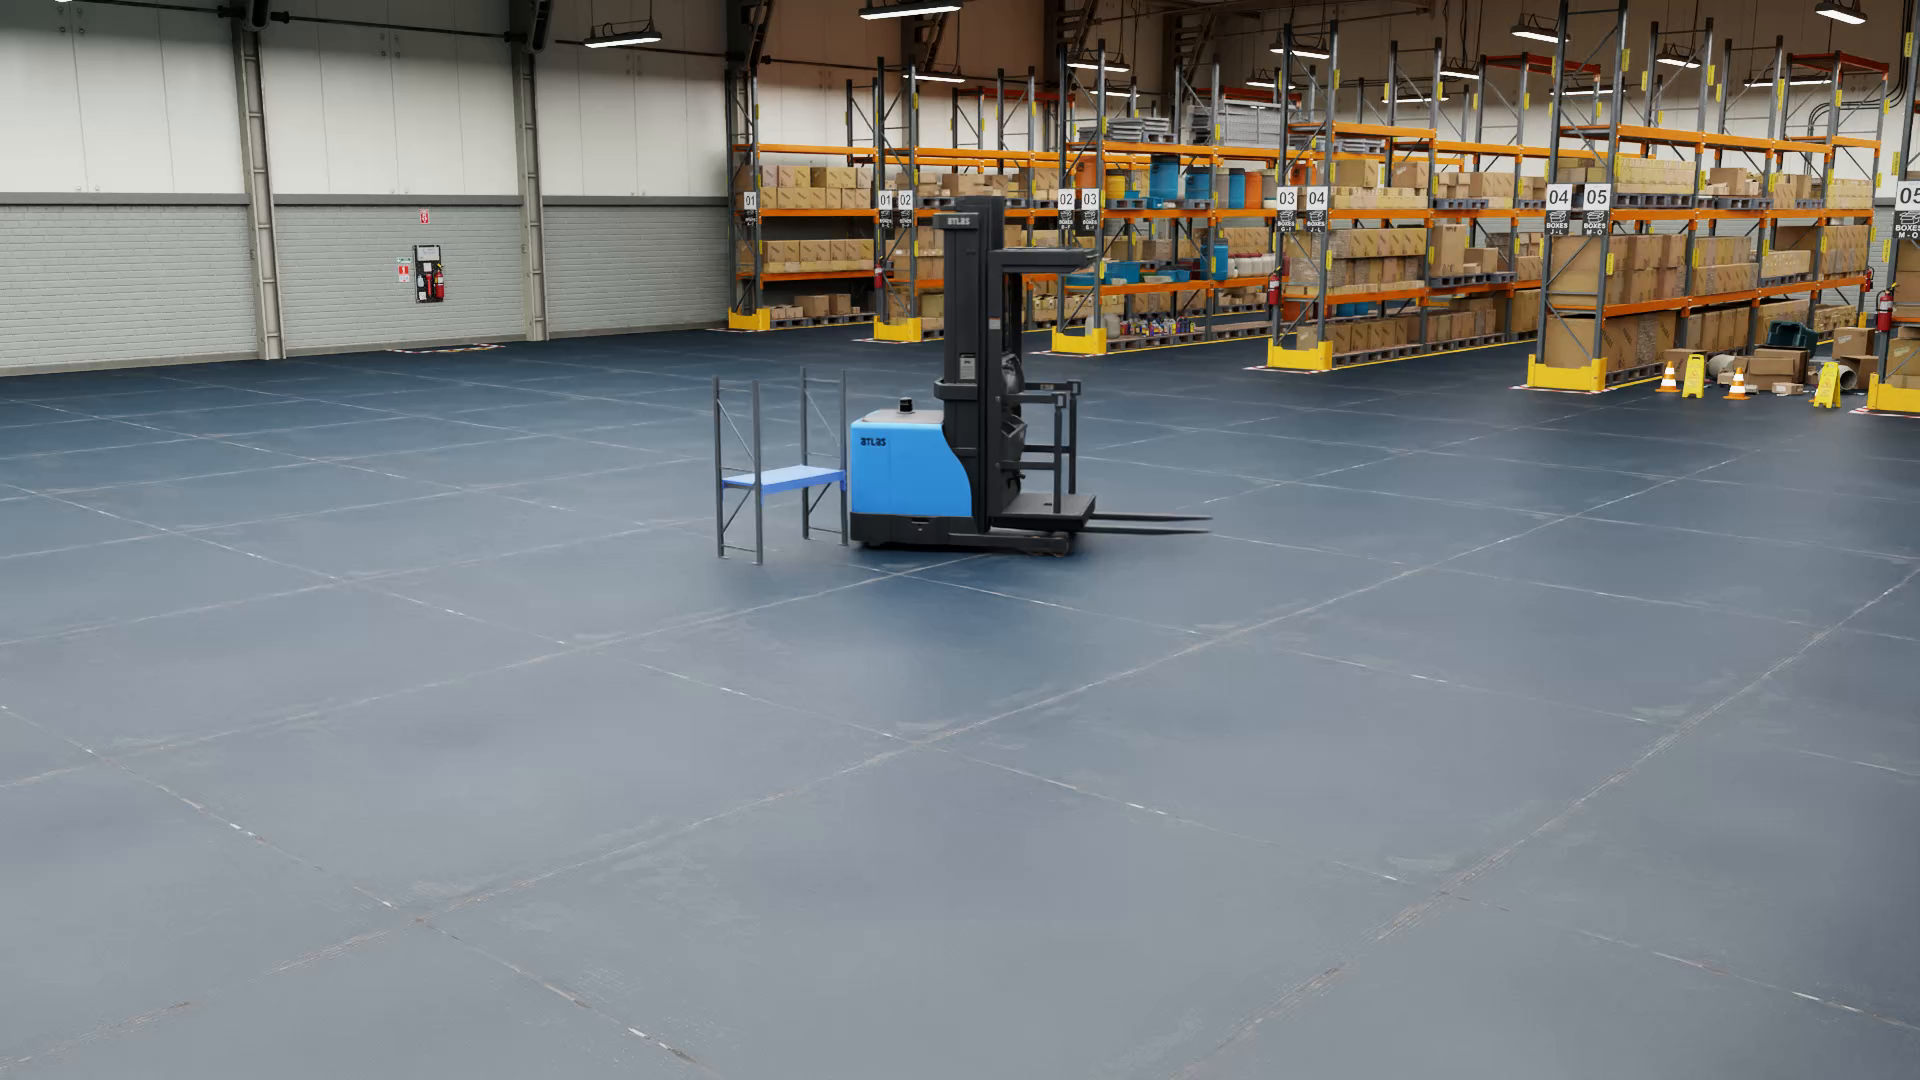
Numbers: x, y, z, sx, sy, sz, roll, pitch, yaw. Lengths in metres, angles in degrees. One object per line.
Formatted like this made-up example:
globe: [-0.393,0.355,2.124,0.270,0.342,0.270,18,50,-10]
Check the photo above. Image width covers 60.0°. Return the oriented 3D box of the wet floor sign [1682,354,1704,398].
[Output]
wet floor sign: [11.213,-2.509,25.374,0.267,0.644,0.232,7,13,31]

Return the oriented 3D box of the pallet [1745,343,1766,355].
pallet: [15.543,-3.848,33.188,1.003,0.211,1.213,10,15,40]

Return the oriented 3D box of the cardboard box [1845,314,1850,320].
cardboard box: [19.831,-5.040,37.484,0.380,0.149,0.250,9,14,38]

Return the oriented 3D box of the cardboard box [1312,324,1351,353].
cardboard box: [6.880,-3.742,30.847,0.500,0.500,0.500,-7,13,-33]

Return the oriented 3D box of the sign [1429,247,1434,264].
sign: [9.139,-5.524,32.248,0.100,0.325,0.005,10,15,40]

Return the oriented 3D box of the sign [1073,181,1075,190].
sign: [3.259,-10.077,47.471,0.100,0.325,0.005,10,15,40]

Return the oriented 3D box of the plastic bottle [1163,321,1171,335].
plastic bottle: [4.347,-4.458,34.951,0.152,0.276,0.135,10,15,41]

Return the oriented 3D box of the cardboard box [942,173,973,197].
cardboard box: [-0.051,-7.865,36.835,0.500,0.500,0.500,10,15,40]

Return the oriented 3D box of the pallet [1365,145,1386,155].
pallet: [9.764,-9.513,40.618,1.003,0.211,1.213,10,15,40]

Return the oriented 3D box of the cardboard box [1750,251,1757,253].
cardboard box: [16.208,-5.875,34.266,0.380,0.149,0.250,11,15,42]

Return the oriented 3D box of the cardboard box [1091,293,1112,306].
cardboard box: [3.429,-5.985,41.281,0.500,0.311,0.500,9,15,39]

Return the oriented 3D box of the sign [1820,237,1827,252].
sign: [18.086,-6.186,34.816,0.100,0.325,0.005,10,15,40]

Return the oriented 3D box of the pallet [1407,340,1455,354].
pallet: [9.239,-3.916,33.526,1.003,0.211,1.213,10,15,40]

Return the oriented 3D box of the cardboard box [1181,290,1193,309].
cardboard box: [5.794,-6.362,43.912,0.500,0.500,0.500,10,15,41]

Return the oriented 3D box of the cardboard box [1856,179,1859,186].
cardboard box: [19.597,-7.885,36.711,0.380,0.149,0.250,9,15,39]

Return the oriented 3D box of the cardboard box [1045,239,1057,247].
cardboard box: [2.400,-8.294,47.264,0.500,0.500,0.500,10,15,41]

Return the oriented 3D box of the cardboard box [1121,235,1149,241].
cardboard box: [5.156,-8.926,50.726,0.980,0.700,0.700,11,16,43]

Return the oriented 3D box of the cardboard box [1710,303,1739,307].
cardboard box: [15.280,-4.583,33.144,0.500,0.250,0.500,9,15,39]

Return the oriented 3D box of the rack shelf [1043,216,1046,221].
rack shelf: [1.525,-9.091,46.494,1.077,0.370,4.000,10,15,40]

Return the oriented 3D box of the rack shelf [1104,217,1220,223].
rack shelf: [5.248,-8.451,43.290,1.077,0.370,4.000,10,15,40]

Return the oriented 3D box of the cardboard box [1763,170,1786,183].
cardboard box: [15.979,-7.138,32.674,0.396,0.266,0.258,10,15,40]

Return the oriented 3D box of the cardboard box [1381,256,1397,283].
cardboard box: [7.772,-5.149,31.569,0.875,0.500,0.500,10,15,40]

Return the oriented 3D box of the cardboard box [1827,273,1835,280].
cardboard box: [18.750,-5.727,36.116,0.380,0.149,0.250,10,15,41]

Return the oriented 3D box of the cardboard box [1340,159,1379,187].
cardboard box: [7.269,-6.674,30.269,0.500,0.500,0.500,10,15,40]

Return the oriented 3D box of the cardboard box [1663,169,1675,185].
cardboard box: [11.588,-6.057,27.766,0.500,0.250,0.500,10,15,40]

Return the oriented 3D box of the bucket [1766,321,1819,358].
bucket: [14.027,-3.334,27.973,0.620,0.611,0.726,5,7,-30]

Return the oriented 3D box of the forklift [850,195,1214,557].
forklift: [0.636,-1.408,14.025,3.031,2.935,1.130,2,11,11]

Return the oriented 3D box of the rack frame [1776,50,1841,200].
rack frame: [17.666,-8.631,34.699,1.000,3.000,0.127,10,15,40]

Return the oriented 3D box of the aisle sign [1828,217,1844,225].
aisle sign: [20.130,-7.602,38.226,0.394,0.787,0.004,10,15,40]

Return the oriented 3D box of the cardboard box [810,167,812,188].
cardboard box: [-3.957,-8.843,40.558,0.500,0.500,0.500,10,15,40]

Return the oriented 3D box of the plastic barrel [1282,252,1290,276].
plastic barrel: [7.568,-6.356,38.280,0.600,0.536,0.708,10,15,40]

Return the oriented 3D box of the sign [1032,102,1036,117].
sign: [1.688,-9.852,38.022,0.100,0.325,0.005,10,15,40]

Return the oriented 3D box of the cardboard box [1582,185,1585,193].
cardboard box: [9.877,-5.656,26.776,0.380,0.149,0.250,10,15,41]

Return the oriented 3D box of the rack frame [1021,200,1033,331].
rack frame: [1.288,-6.450,39.094,1.000,3.000,0.127,10,15,40]

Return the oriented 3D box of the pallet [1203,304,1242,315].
pallet: [7.022,-6.360,45.765,1.003,0.211,1.213,10,15,40]

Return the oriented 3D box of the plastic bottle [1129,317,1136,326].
plastic bottle: [3.633,-4.543,35.186,0.144,0.351,0.185,11,15,43]

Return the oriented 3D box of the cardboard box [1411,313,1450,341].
cardboard box: [9.477,-4.314,33.658,0.700,0.500,0.500,10,15,40]

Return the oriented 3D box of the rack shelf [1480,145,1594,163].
rack shelf: [12.687,-8.444,36.620,1.077,0.370,4.000,10,15,40]

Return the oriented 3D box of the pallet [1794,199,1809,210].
pallet: [16.496,-6.838,33.859,1.213,0.211,1.003,10,15,40]

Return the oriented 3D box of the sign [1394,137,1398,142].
sign: [10.699,-9.754,40.853,0.100,0.325,0.005,10,15,40]

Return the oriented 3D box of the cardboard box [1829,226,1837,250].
cardboard box: [18.478,-6.488,35.716,0.500,0.500,0.500,9,15,39]

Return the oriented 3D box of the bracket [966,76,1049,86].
bracket: [0.938,-12.700,45.880,0.076,0.066,4.783,10,15,40]

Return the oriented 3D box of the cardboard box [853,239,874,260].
cardboard box: [-2.516,-7.284,41.689,0.500,0.500,0.500,10,15,40]

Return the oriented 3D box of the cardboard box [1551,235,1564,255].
cardboard box: [13.130,-6.692,37.490,0.797,0.503,0.637,10,15,41]

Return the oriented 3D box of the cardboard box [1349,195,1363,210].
cardboard box: [6.934,-6.091,30.024,0.500,0.250,0.500,9,15,39]

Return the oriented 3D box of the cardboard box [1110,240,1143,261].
cardboard box: [4.259,-7.400,42.526,0.700,0.500,0.500,4,12,21]

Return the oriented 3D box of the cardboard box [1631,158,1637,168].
cardboard box: [10.539,-6.000,26.461,0.380,0.149,0.250,10,15,40]

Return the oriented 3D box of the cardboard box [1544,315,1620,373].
cardboard box: [10.143,-3.196,27.156,0.875,0.875,0.875,10,15,41]

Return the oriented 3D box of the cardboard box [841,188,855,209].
cardboard box: [-2.927,-8.440,41.096,0.500,0.500,0.500,8,14,36]

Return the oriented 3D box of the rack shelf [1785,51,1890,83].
rack shelf: [18.987,-10.202,35.917,1.077,0.370,4.000,10,15,40]

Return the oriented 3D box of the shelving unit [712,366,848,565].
shelving unit: [-1.482,-0.642,13.844,0.538,1.500,1.048,9,14,37]

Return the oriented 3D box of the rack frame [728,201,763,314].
rack frame: [-5.076,-6.501,39.351,1.000,3.000,0.127,10,15,40]

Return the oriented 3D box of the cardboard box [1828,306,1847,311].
cardboard box: [19.645,-5.153,37.288,0.380,0.149,0.250,9,14,38]

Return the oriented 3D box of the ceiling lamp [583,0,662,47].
ceiling lamp: [-6.473,-10.779,30.550,2.000,3.185,0.800,10,15,40]
